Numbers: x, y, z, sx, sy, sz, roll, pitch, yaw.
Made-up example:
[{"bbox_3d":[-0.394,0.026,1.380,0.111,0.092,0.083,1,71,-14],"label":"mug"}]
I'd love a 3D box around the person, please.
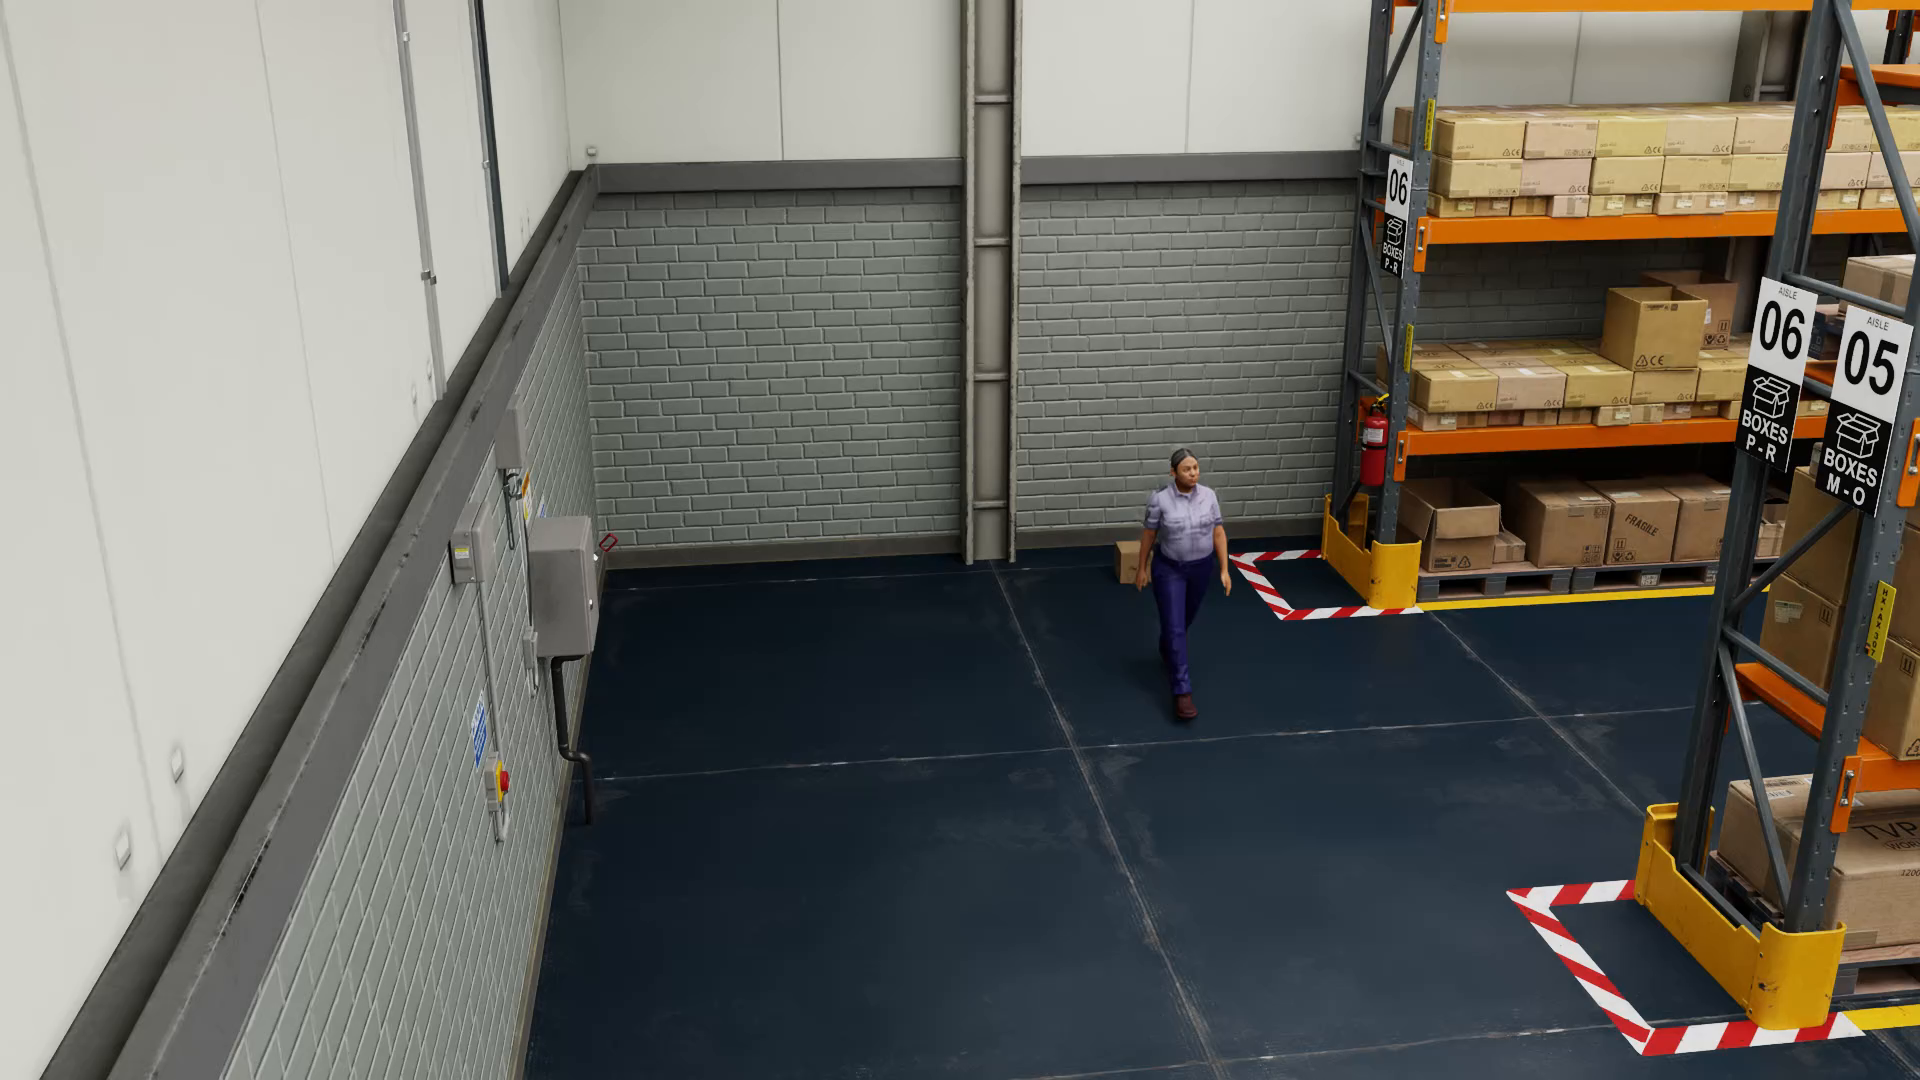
[{"bbox_3d":[1.439,0.203,10.511,0.511,1.577,1.022,-7,21,-17],"label":"person"}]
